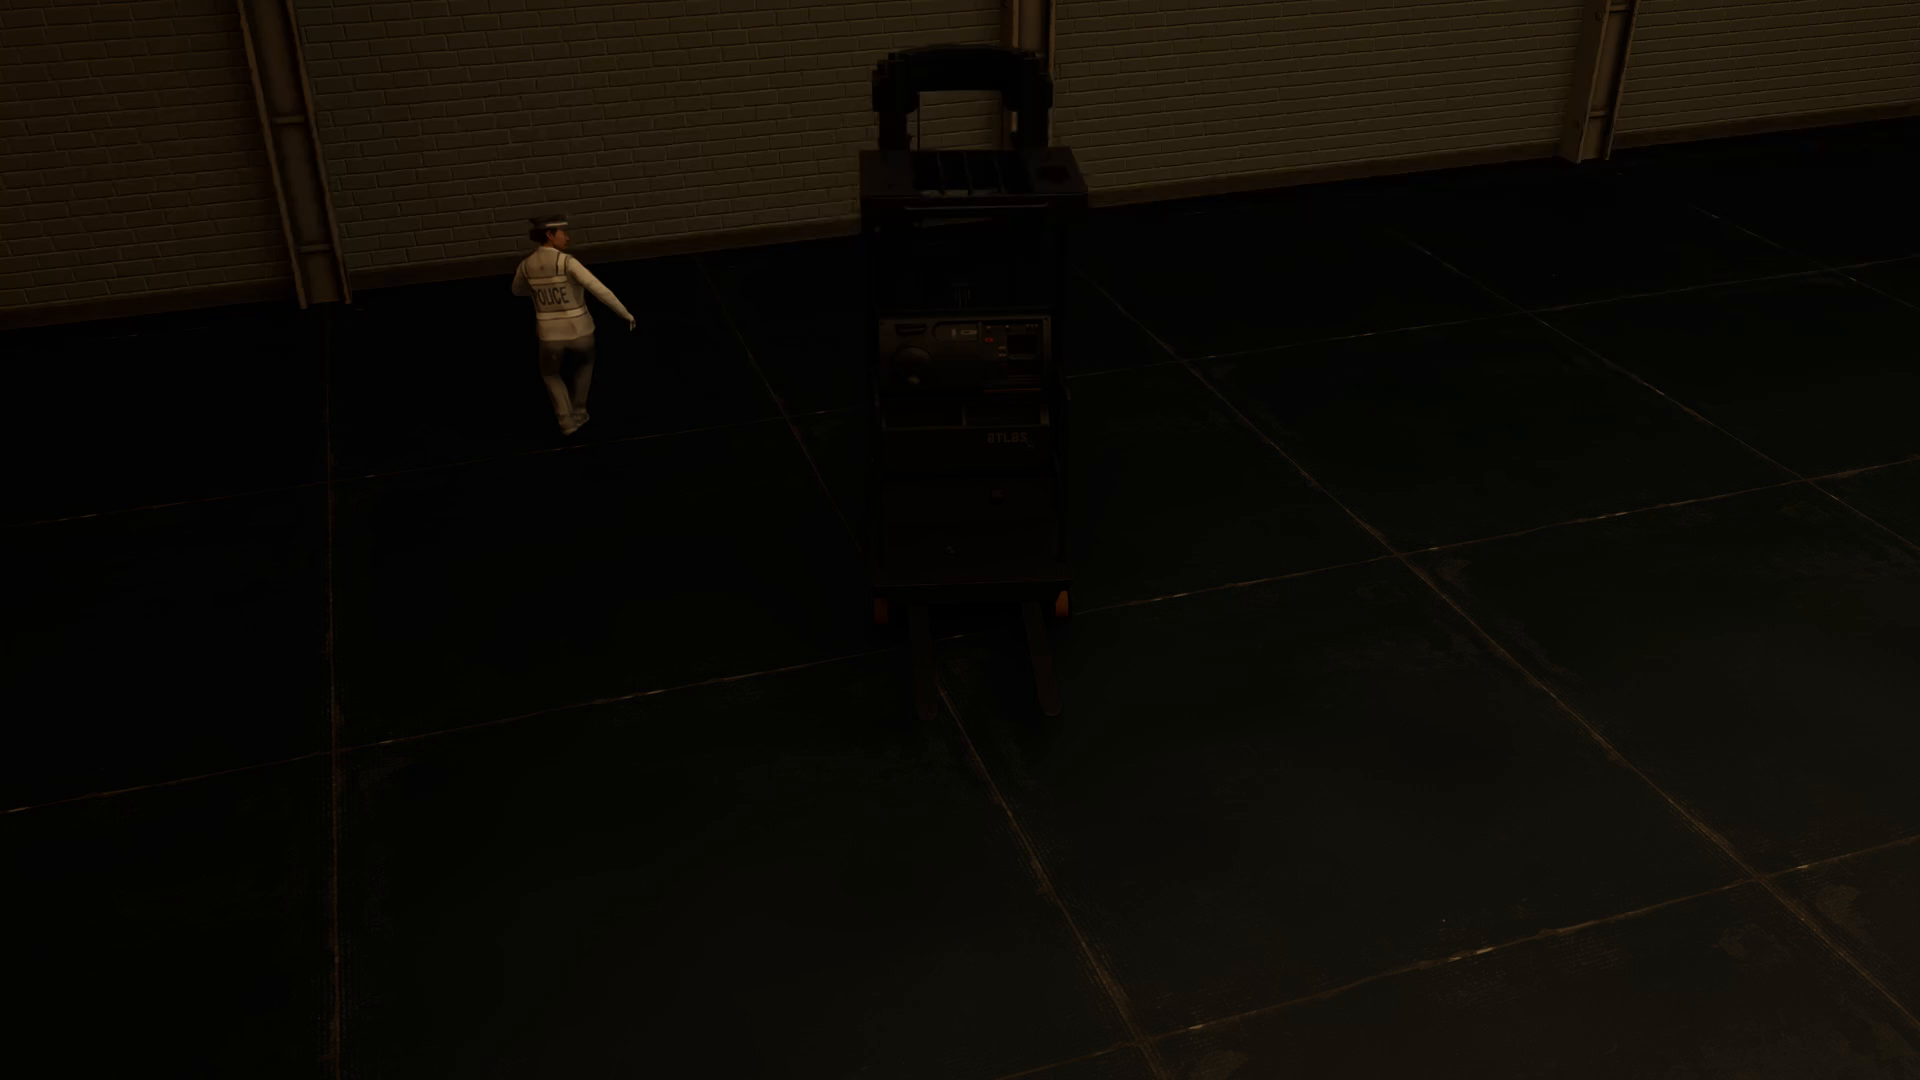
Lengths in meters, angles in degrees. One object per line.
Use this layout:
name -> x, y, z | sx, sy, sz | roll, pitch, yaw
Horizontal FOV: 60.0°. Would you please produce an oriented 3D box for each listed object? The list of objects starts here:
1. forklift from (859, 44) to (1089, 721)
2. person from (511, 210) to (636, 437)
forklift -> 0.043, -0.967, 8.767 | 1.130, 2.935, 3.031 | -2, 30, -3
person -> -2.539, -1.433, 10.966 | 0.807, 1.556, 0.785 | -1, 30, -1
